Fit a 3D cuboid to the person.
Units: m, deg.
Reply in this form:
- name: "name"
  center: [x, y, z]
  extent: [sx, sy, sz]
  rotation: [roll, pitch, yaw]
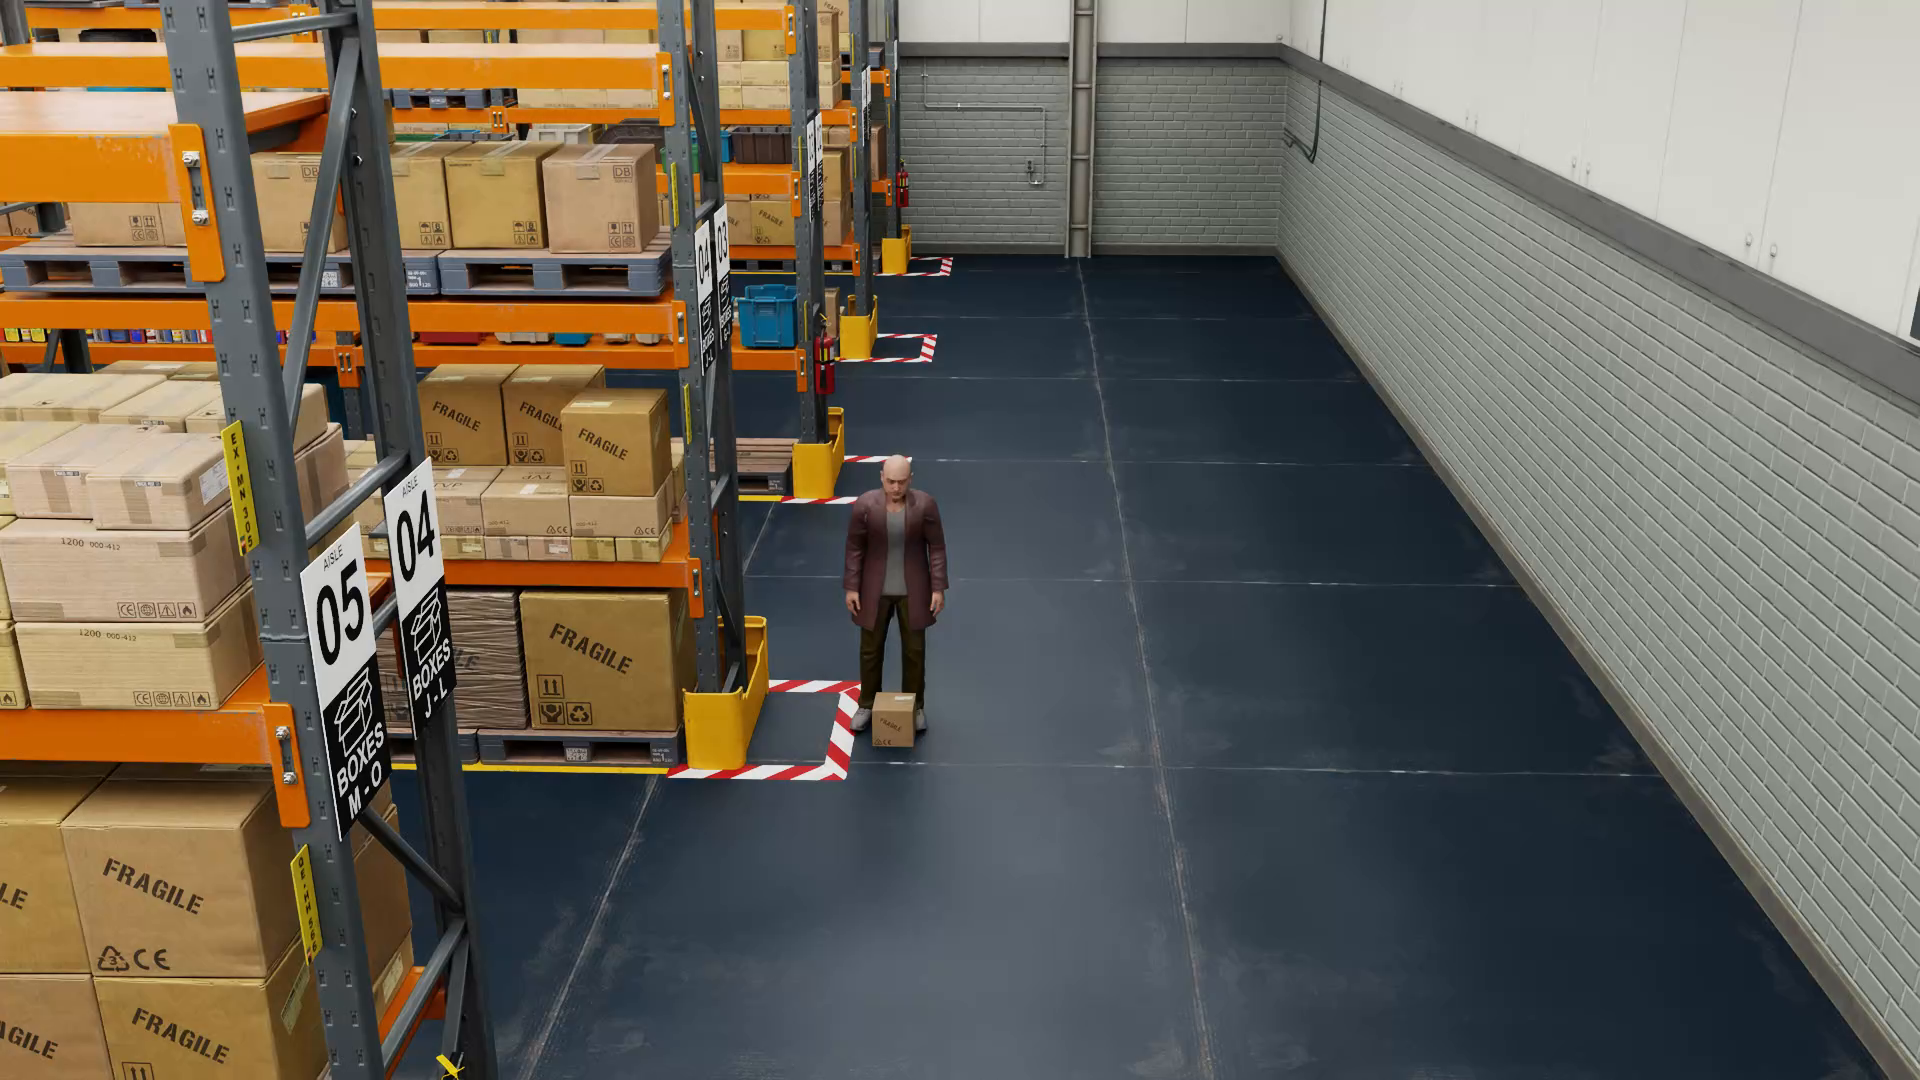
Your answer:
- name: "person"
  center: [-0.397, 0.312, 10.265]
  extent: [0.656, 1.774, 0.416]
  rotation: [0, 20, 0]
